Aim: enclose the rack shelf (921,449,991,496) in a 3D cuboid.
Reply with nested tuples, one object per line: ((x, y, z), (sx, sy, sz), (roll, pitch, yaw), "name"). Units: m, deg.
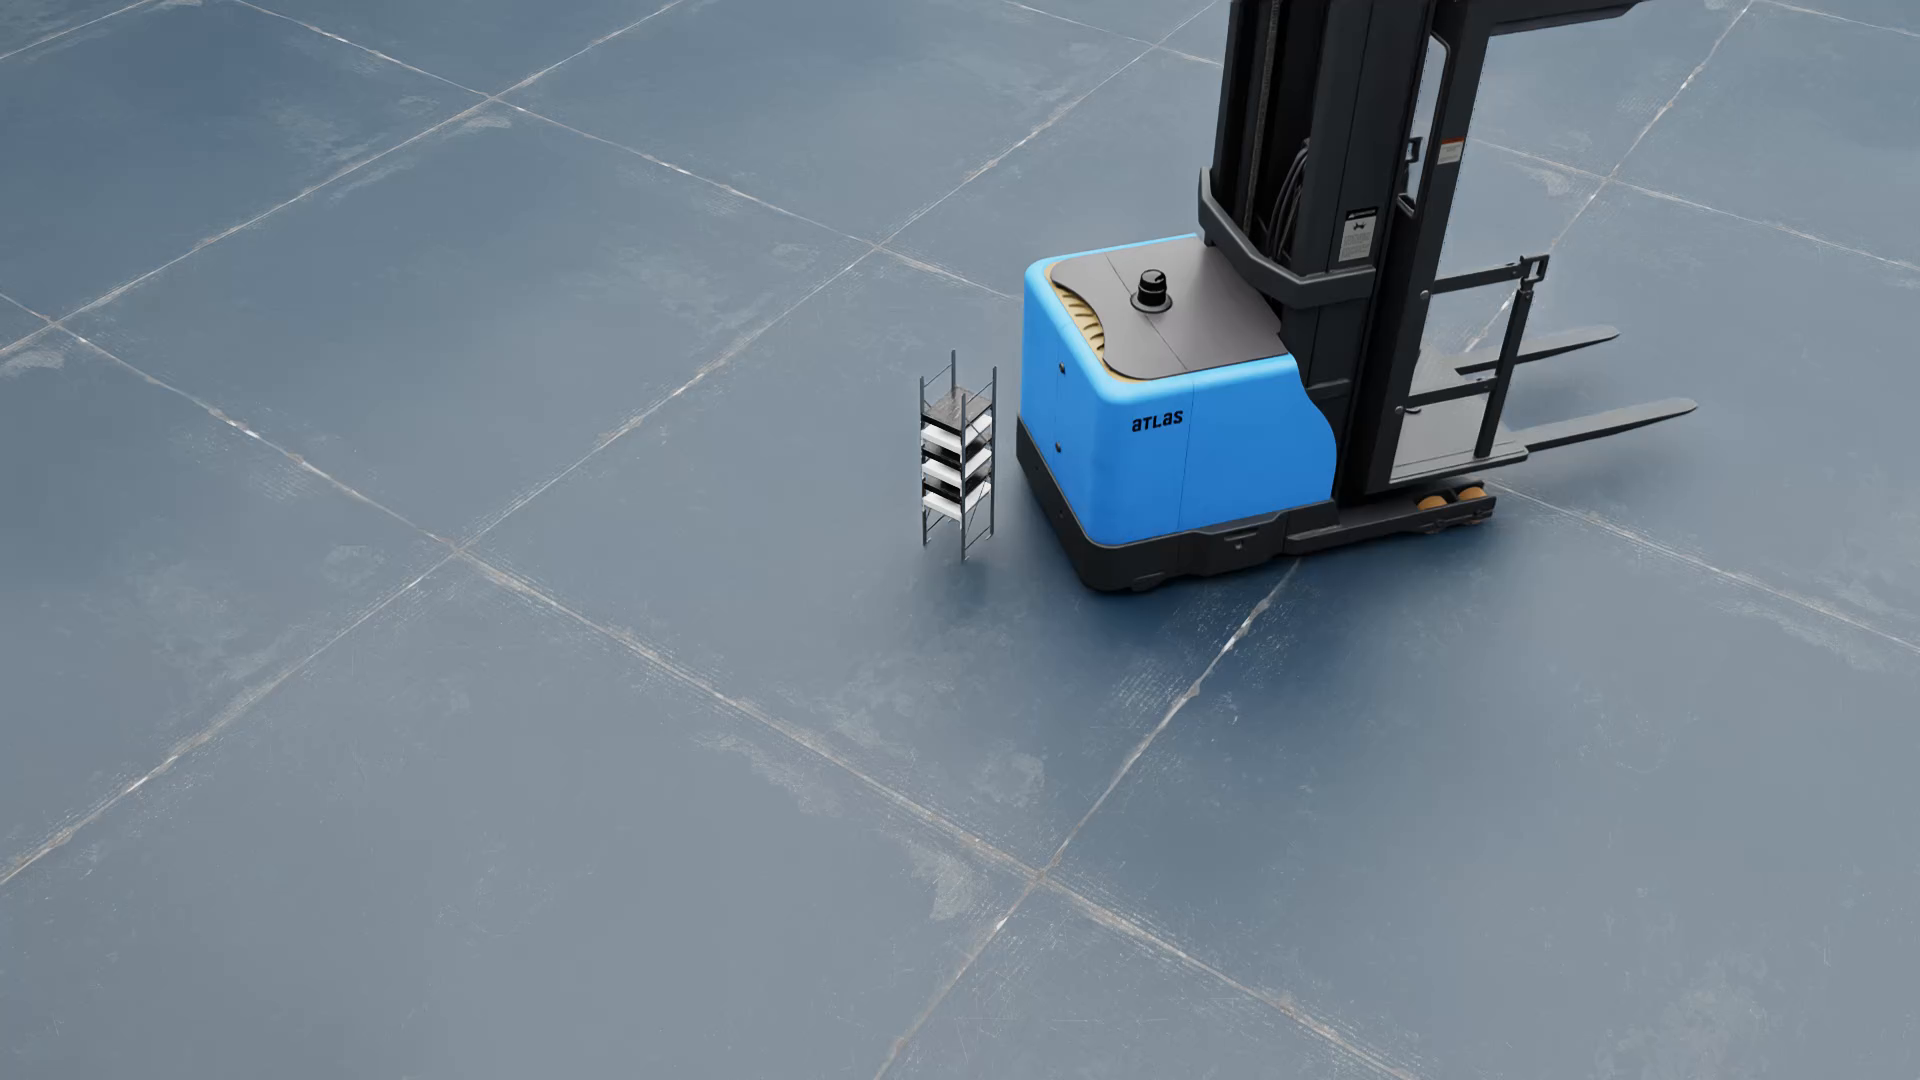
((-0.007, -0.314, 6.976), (0.200, 0.077, 0.258), (25, 48, 25), "rack shelf")

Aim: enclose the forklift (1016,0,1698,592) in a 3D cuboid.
((1.830, -1.446, 6.668), (3.031, 2.935, 1.130), (-12, 43, -13), "forklift")

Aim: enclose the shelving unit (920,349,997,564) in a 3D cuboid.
((-0.007, -0.338, 6.953), (0.210, 0.900, 0.258), (25, 48, 25), "shelving unit")

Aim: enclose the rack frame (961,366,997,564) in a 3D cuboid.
((0.077, -0.300, 6.910), (0.006, 0.900, 0.240), (25, 48, 25), "rack frame")

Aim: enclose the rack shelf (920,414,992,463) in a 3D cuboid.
((-0.007, -0.448, 6.856), (0.200, 0.077, 0.258), (25, 48, 25), "rack shelf")

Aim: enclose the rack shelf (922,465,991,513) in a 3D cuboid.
((-0.007, -0.247, 7.036), (0.200, 0.077, 0.258), (25, 48, 25), "rack shelf")

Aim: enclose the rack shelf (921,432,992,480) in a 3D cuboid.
((-0.007, -0.381, 6.916), (0.200, 0.077, 0.258), (25, 48, 25), "rack shelf")

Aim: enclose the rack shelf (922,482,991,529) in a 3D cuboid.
((-0.007, -0.179, 7.096), (0.200, 0.077, 0.258), (25, 48, 25), "rack shelf")

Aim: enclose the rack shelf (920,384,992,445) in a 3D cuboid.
((-0.007, -0.515, 6.796), (0.200, 0.077, 0.258), (25, 48, 25), "rack shelf")

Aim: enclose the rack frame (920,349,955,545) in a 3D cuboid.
((-0.090, -0.377, 6.997), (0.006, 0.900, 0.240), (25, 48, 25), "rack frame")
